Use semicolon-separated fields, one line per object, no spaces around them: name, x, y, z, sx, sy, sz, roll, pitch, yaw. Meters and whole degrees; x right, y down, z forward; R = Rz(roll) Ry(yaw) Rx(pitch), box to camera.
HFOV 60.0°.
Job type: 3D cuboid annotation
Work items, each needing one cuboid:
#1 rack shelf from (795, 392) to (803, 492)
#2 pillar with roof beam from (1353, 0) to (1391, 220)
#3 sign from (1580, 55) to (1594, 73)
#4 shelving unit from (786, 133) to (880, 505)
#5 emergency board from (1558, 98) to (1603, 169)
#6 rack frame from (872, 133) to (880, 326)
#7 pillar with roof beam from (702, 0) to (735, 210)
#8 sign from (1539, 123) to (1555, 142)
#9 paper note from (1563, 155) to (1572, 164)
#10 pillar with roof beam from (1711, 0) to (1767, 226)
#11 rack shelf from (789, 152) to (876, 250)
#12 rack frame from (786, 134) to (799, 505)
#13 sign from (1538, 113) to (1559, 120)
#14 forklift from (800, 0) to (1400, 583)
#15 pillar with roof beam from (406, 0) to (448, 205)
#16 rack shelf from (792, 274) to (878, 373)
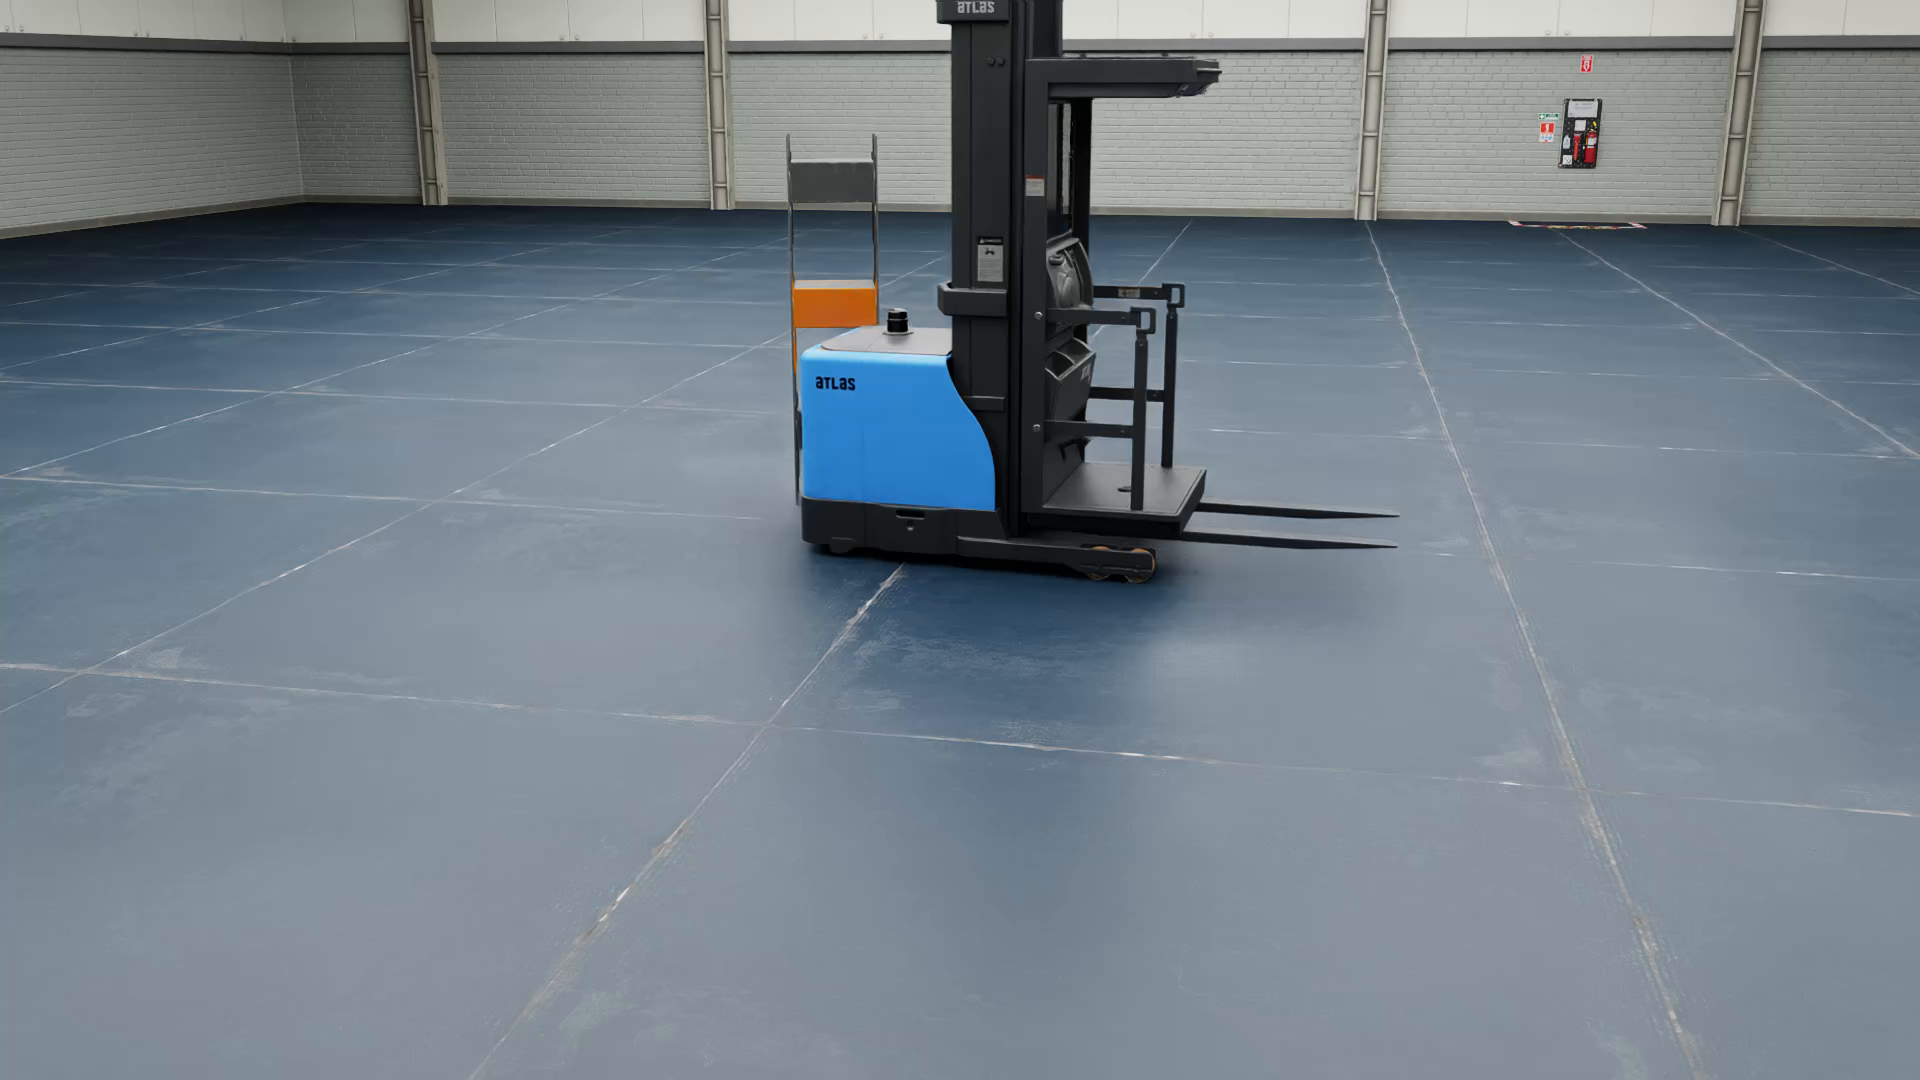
rack shelf;-0.727;-0.589;9.857;0.480;0.518;0.431;-1;16;-5
pillar with roof beam;6.355;-8.924;24.350;0.400;9.000;9.100;3;16;11
sign;10.690;-8.125;28.361;0.199;0.298;0.001;3;16;11
shelving unit;-0.727;-1.276;9.666;0.503;2.100;0.431;-1;16;-5
emergency board;10.678;-6.981;28.575;0.643;1.169;0.194;3;16;11
rack frame;-0.483;-1.282;9.685;0.015;2.100;0.400;-1;16;-5
pillar with roof beam;-5.405;-9.562;26.655;0.400;9.000;9.100;3;16;11
sign;10.157;-7.055;28.774;0.234;0.329;0.001;3;16;11
paper note;10.518;-6.584;28.792;0.142;0.148;0.016;3;16;11
pillar with roof beam;12.234;-8.605;23.198;0.400;9.000;9.100;3;16;11
rack shelf;-0.727;-1.938;9.483;0.480;0.518;0.431;-1;16;-5
rack frame;-0.970;-1.271;9.647;0.015;2.100;0.400;-1;16;-5
sign;10.160;-7.307;28.694;0.331;0.109;0.001;3;16;11
forklift;0.745;-1.359;8.407;3.031;2.935;1.130;4;16;15
pillar with roof beam;-11.284;-9.881;27.807;0.400;9.000;9.100;3;16;11
rack shelf;-0.727;-1.263;9.670;0.480;0.518;0.431;-1;16;-5
